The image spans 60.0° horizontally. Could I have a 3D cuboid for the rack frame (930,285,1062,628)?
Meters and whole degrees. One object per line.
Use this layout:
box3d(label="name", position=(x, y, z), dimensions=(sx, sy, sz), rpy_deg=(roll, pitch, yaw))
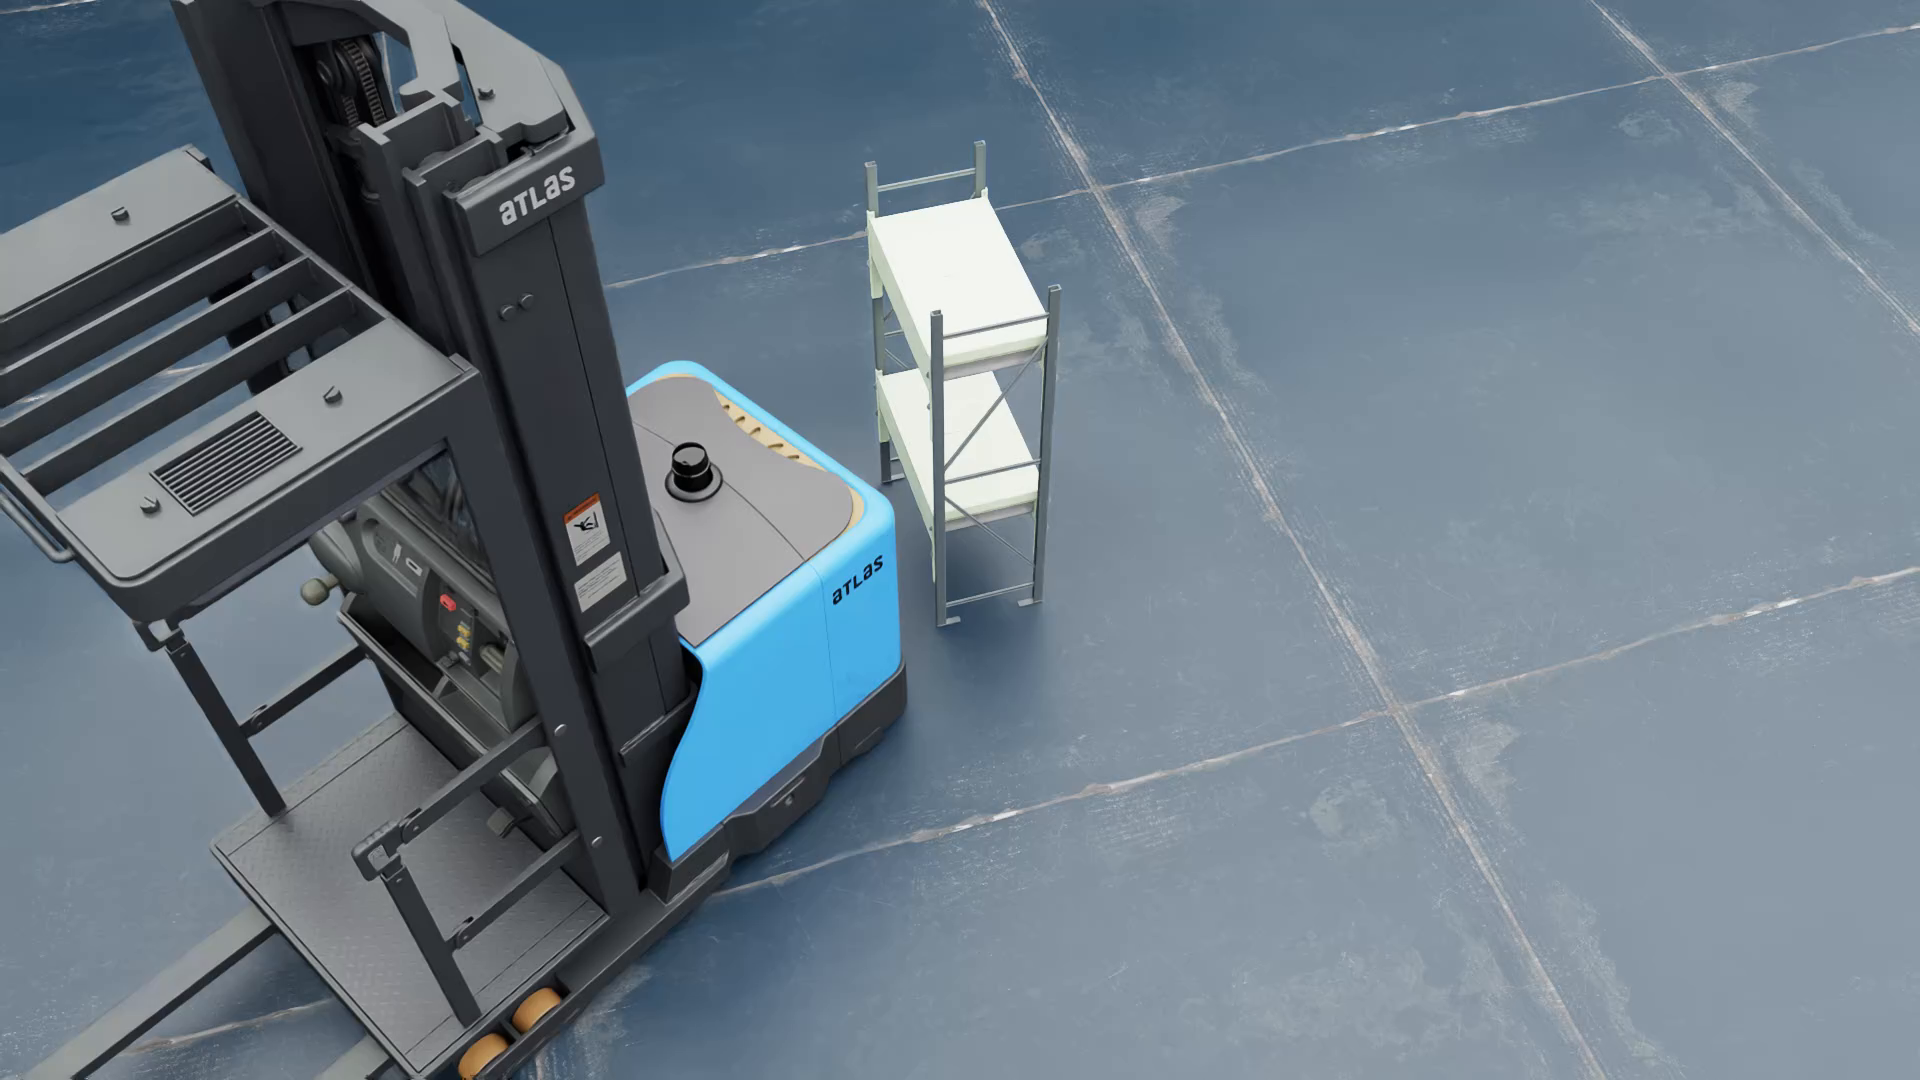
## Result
box3d(label="rack frame", position=(0.106, -0.221, 5.455), dimensions=(0.400, 1.500, 0.023), rpy_deg=(-13, 51, -11))

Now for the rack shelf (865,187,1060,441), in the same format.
box3d(label="rack shelf", position=(-0.002, -0.740, 5.382), dimensions=(0.431, 0.370, 0.720), rpy_deg=(-13, 51, -11))

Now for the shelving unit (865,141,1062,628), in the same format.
box3d(label="shelving unit", position=(-0.002, -0.488, 5.681), dimensions=(0.431, 1.500, 0.755), rpy_deg=(-13, 51, -11))

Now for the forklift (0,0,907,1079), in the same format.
box3d(label="forklift", position=(-1.552, 0.218, 4.149), dimensions=(1.130, 2.935, 3.031), rpy_deg=(35, 58, 26))

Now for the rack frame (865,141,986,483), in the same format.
box3d(label="rack frame", position=(-0.110, -0.756, 5.906), dimensions=(0.400, 1.500, 0.023), rpy_deg=(-13, 51, -11))

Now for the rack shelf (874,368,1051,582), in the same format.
box3d(label="rack shelf", position=(-0.002, -0.278, 5.930), dimensions=(0.431, 0.370, 0.720), rpy_deg=(-13, 51, -11))
